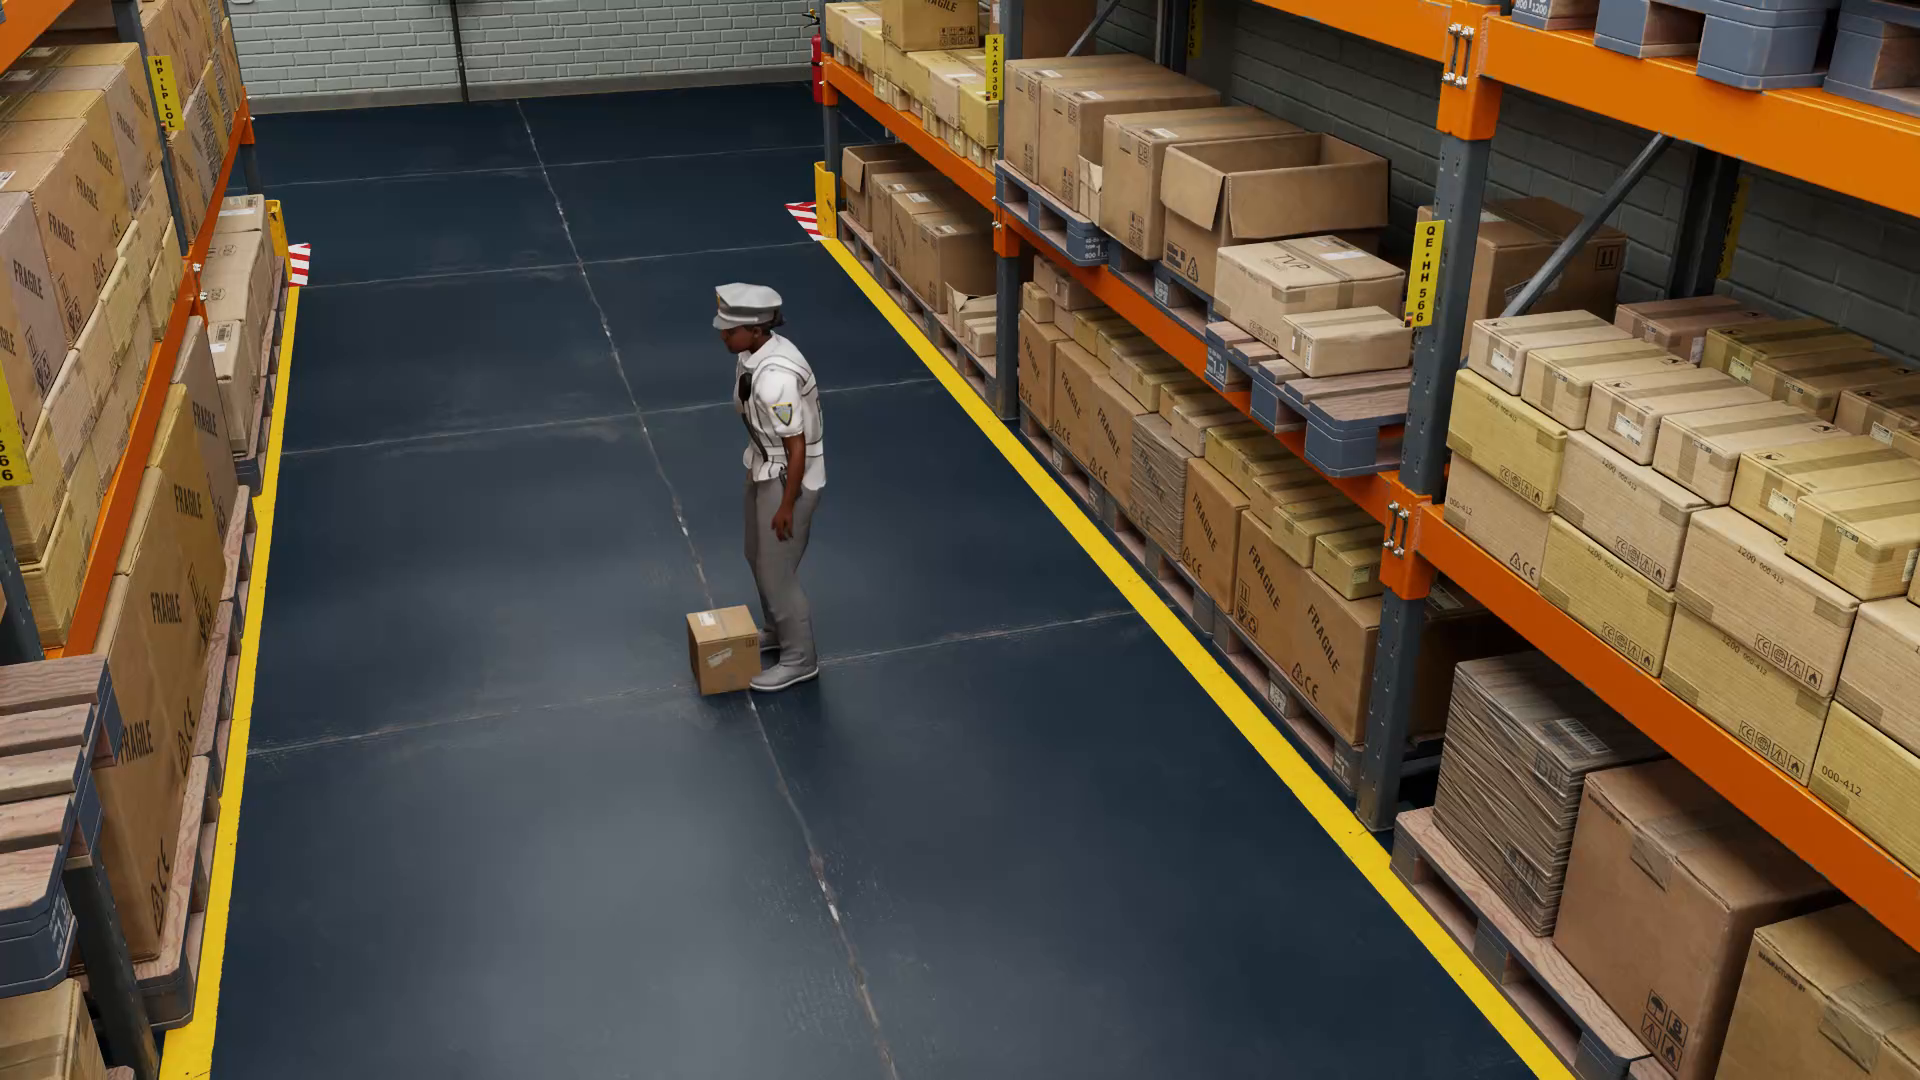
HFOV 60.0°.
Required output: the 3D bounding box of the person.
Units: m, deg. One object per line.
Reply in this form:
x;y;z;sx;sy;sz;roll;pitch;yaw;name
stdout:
-0.739;-0.215;6.551;0.397;1.656;0.518;-9;28;-17;person
